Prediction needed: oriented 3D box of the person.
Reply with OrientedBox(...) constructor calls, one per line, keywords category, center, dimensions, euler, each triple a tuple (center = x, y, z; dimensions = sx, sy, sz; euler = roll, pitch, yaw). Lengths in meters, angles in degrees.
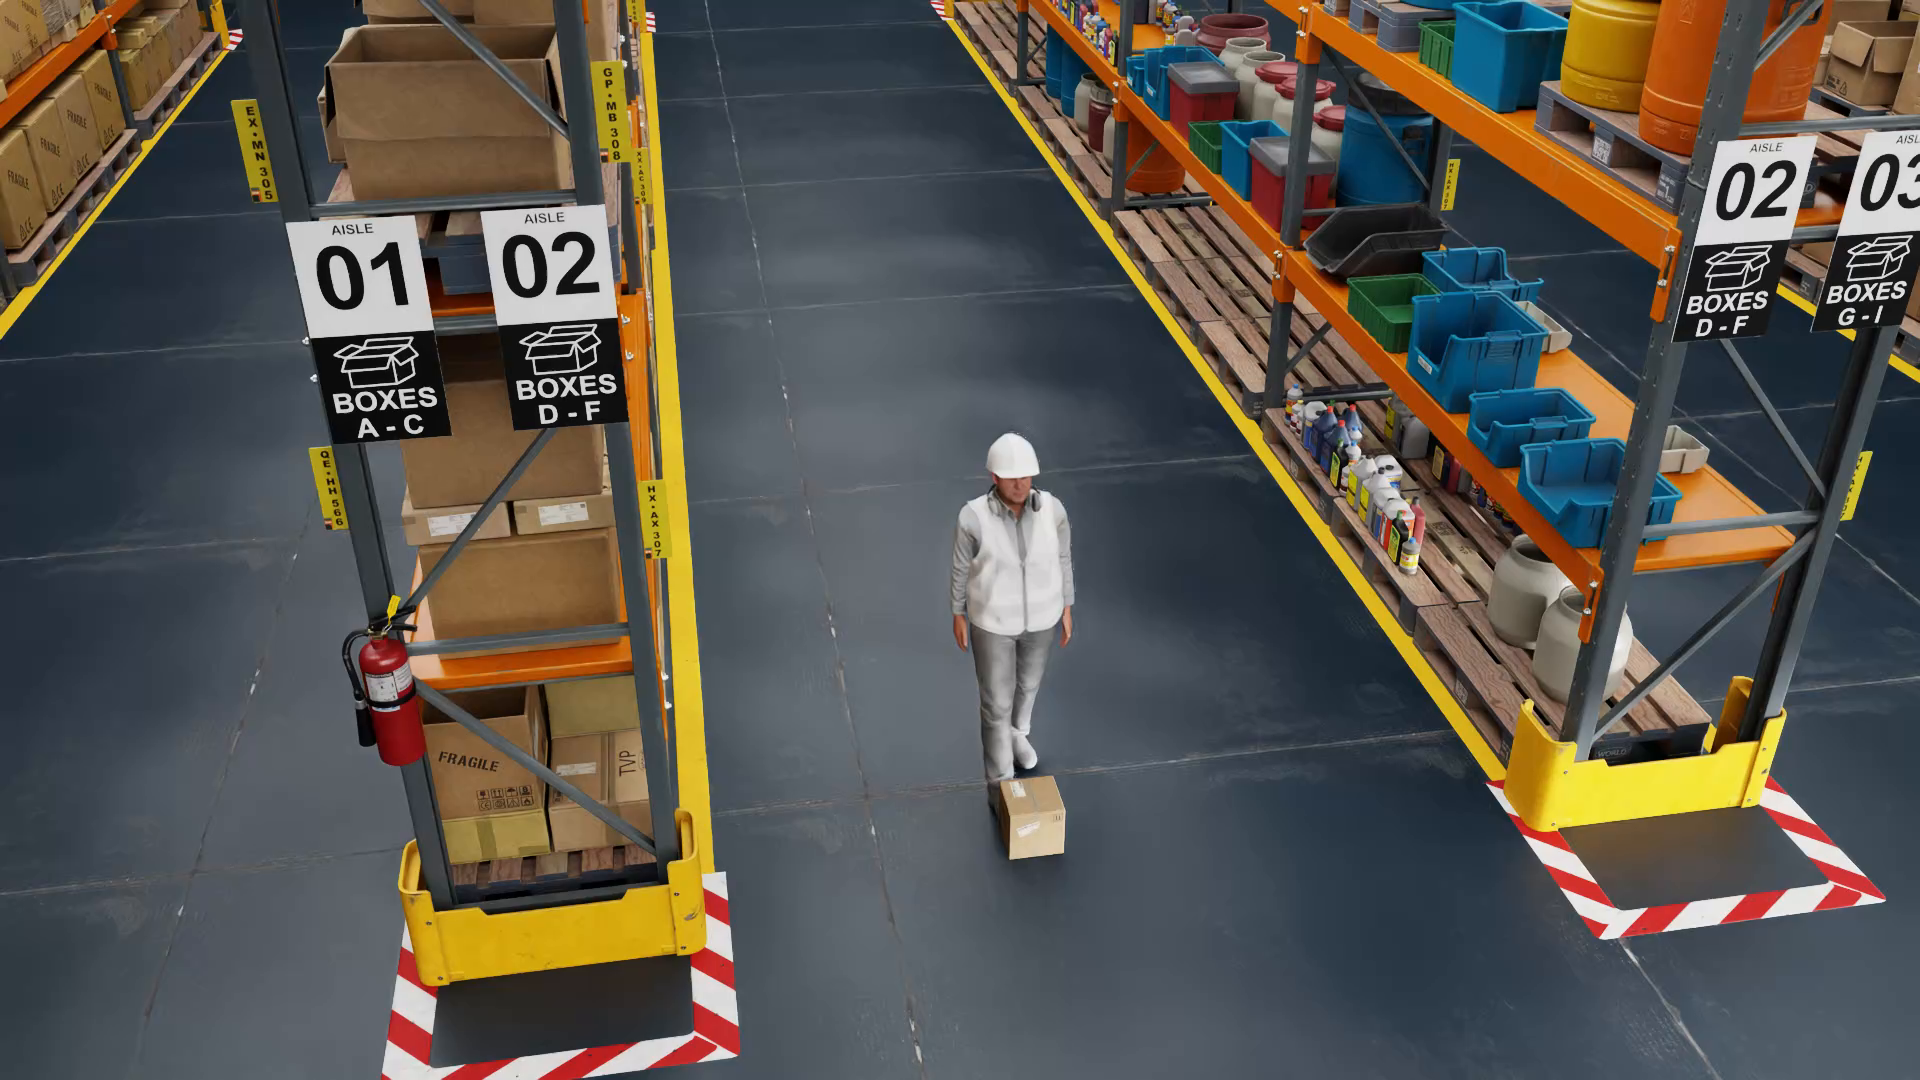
OrientedBox(category="person", center=(0.246, 0.369, 7.499), dimensions=(0.533, 1.778, 0.430), euler=(-4, 31, -8))
